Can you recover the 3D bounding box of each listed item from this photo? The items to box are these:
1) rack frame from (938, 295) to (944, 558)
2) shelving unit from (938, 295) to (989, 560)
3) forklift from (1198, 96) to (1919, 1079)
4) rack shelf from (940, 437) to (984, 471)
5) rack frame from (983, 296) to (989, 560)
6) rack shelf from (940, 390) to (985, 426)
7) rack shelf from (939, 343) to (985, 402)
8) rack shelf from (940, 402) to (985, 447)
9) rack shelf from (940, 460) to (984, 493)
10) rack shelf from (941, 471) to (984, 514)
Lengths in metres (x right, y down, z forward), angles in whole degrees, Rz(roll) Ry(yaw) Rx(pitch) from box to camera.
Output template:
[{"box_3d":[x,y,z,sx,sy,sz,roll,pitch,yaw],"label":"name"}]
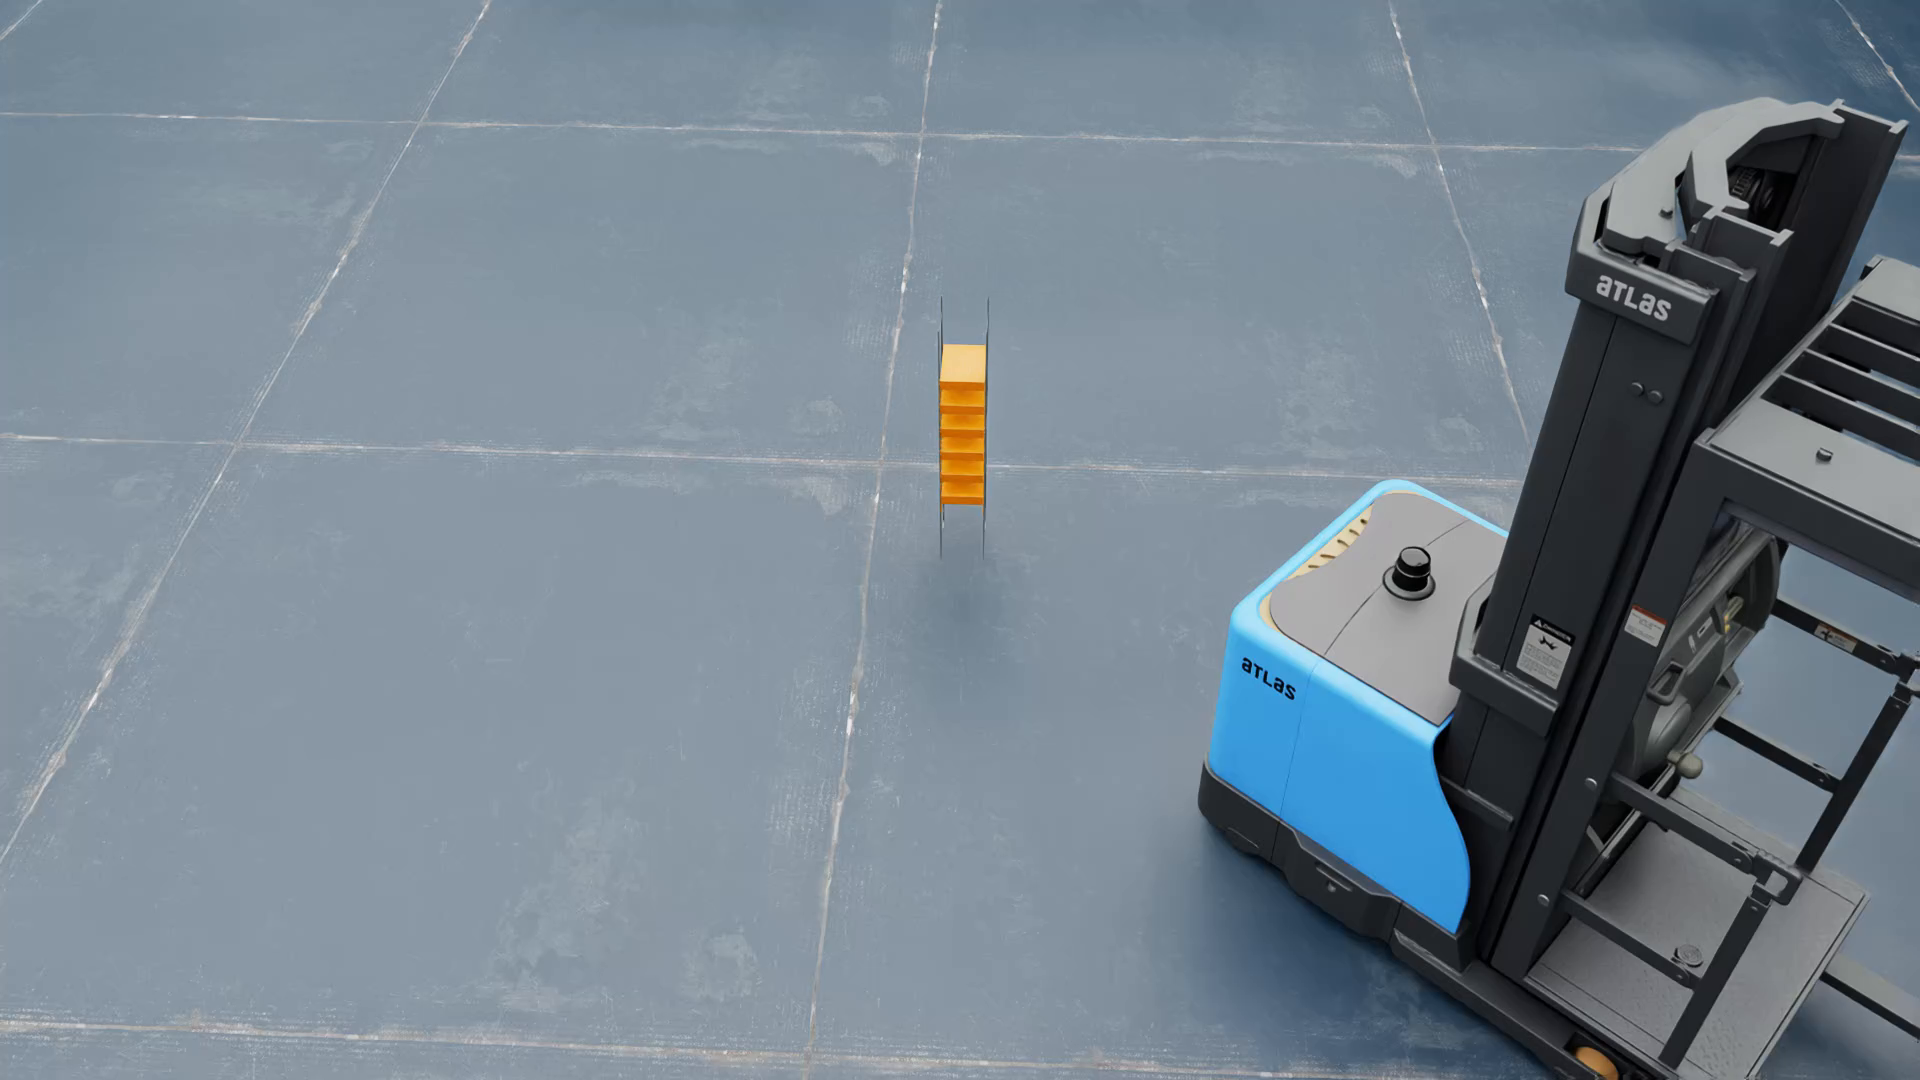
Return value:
[{"box_3d":[-0.077,-0.441,6.844,0.006,1.200,0.240,2,43,2],"label":"rack frame"},{"box_3d":[0.014,-0.439,6.841,0.189,1.200,0.258,2,43,2],"label":"shelving unit"},{"box_3d":[2.291,0.399,4.672,3.031,2.935,1.130,33,52,30],"label":"forklift"},{"box_3d":[0.014,-0.406,6.871,0.180,0.103,0.258,2,43,2],"label":"rack shelf"},{"box_3d":[0.106,-0.436,6.838,0.006,1.200,0.240,2,43,2],"label":"rack frame"},{"box_3d":[0.014,-0.582,6.707,0.180,0.103,0.258,2,43,2],"label":"rack shelf"},{"box_3d":[0.014,-0.669,6.625,0.180,0.103,0.258,2,43,2],"label":"rack shelf"},{"box_3d":[0.014,-0.494,6.789,0.180,0.103,0.258,2,43,2],"label":"rack shelf"},{"box_3d":[0.014,-0.318,6.953,0.180,0.103,0.258,2,43,2],"label":"rack shelf"},{"box_3d":[0.014,-0.230,7.034,0.180,0.103,0.258,2,43,2],"label":"rack shelf"}]
